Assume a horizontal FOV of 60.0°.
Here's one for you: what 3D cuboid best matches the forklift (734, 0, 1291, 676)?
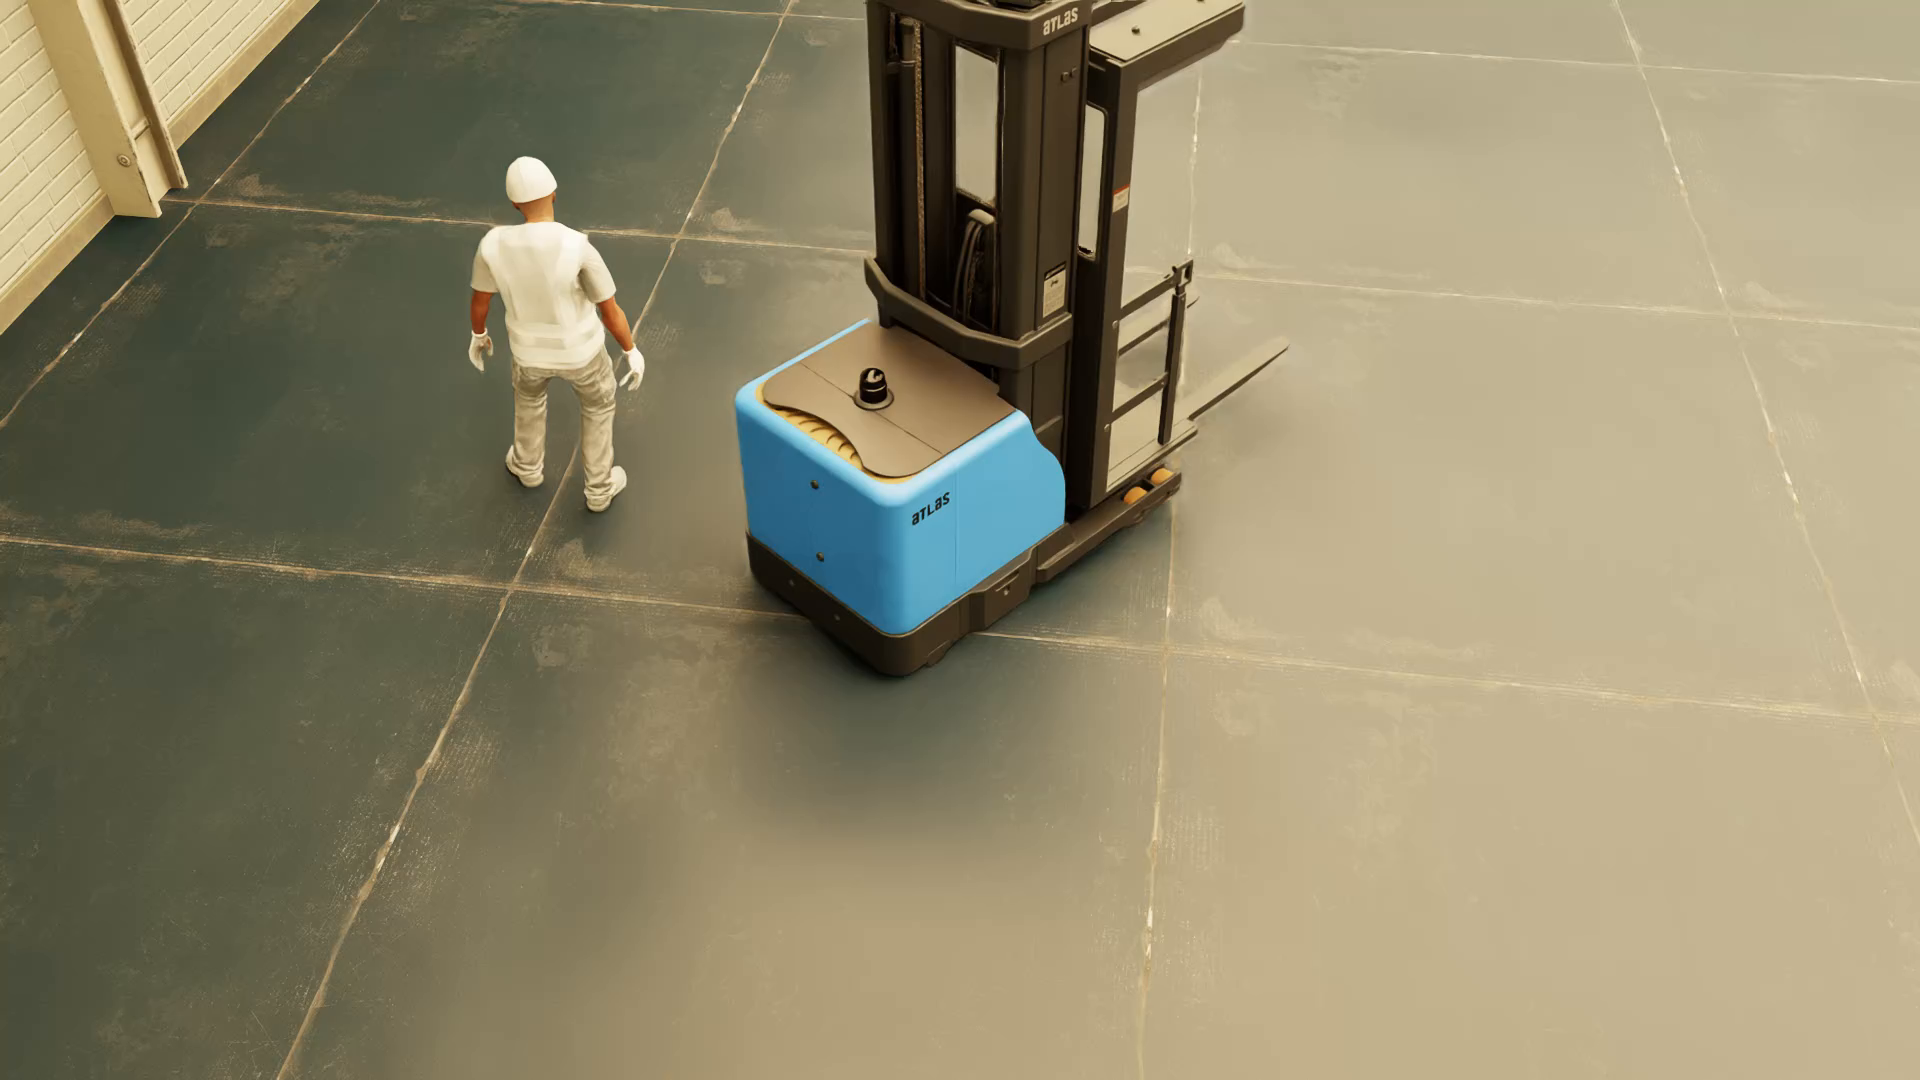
[{"bbox_3d":[0.427,-1.388,7.236,1.130,2.935,3.031,34,52,31],"label":"forklift"}]

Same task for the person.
[{"bbox_3d":[-1.847,-0.926,7.610,0.871,1.745,0.440,5,43,6],"label":"person"}]
